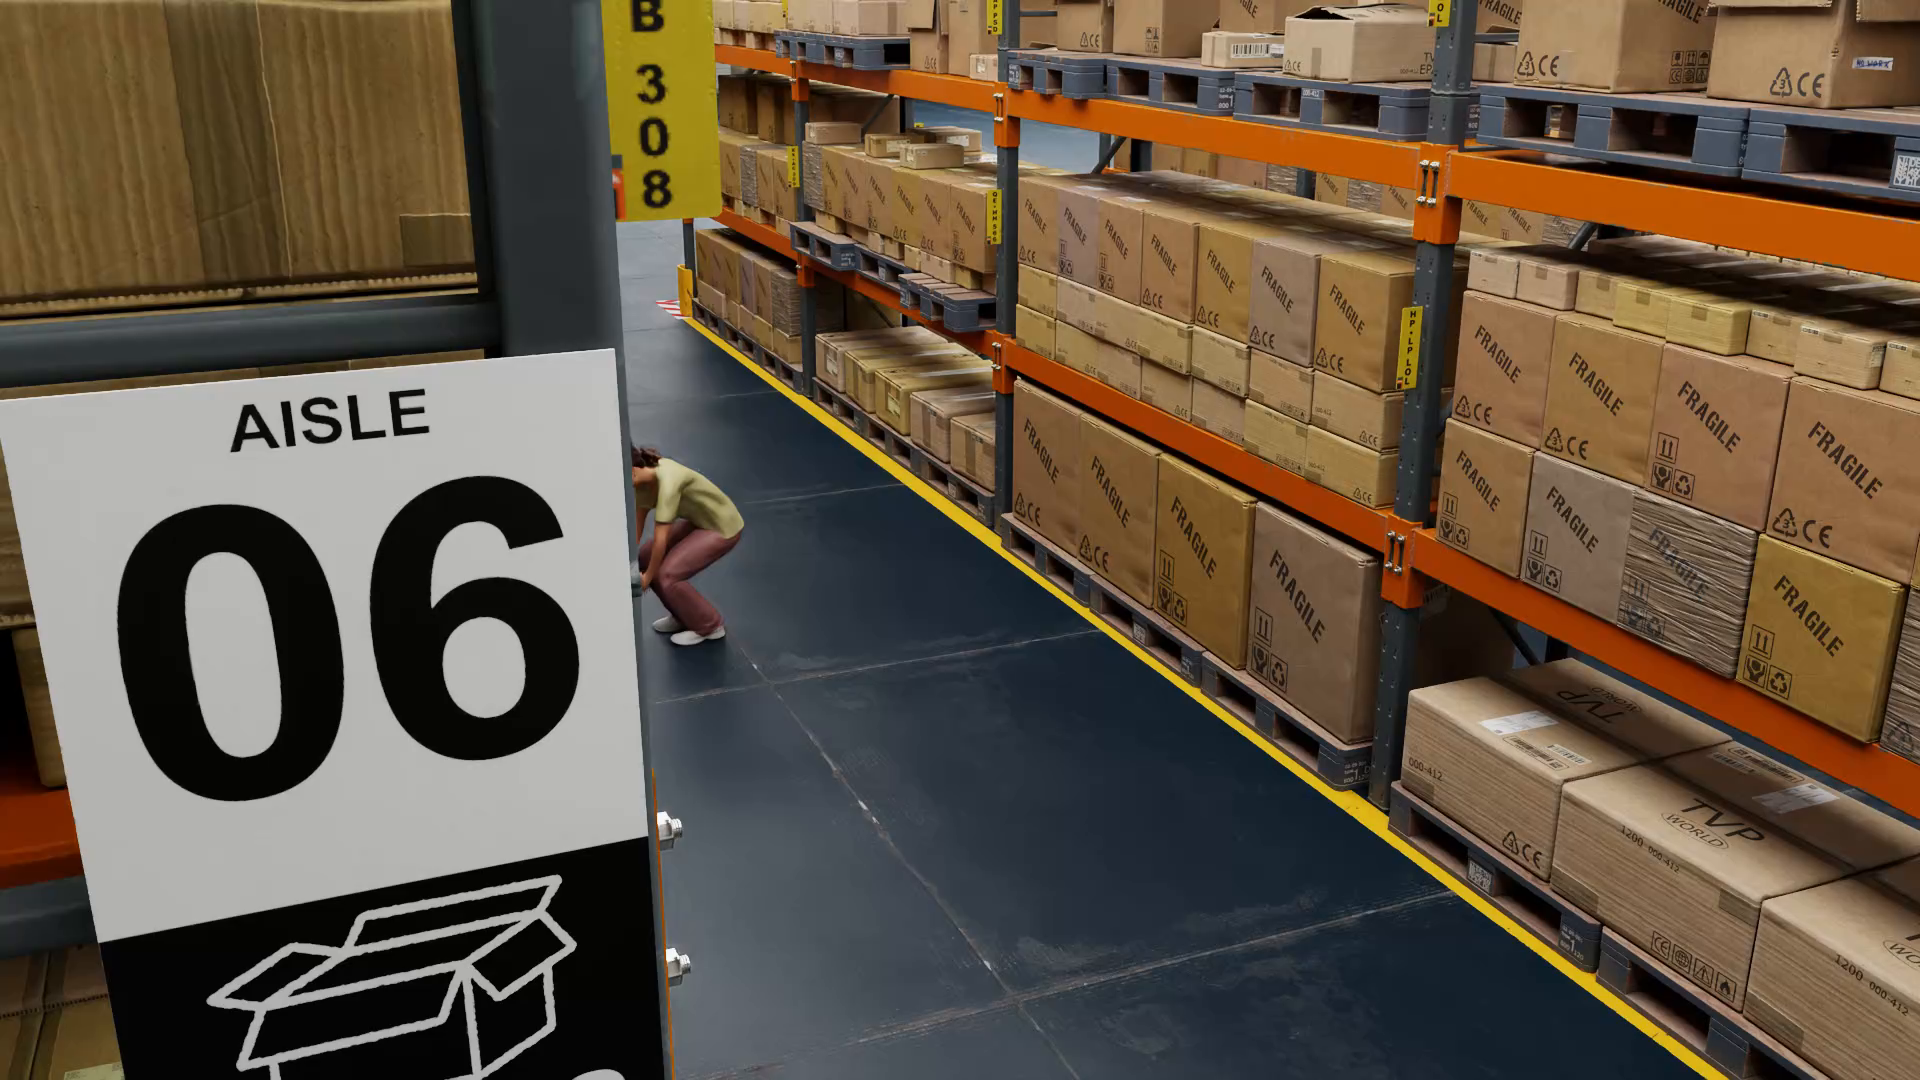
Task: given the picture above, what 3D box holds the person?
[{"bbox_3d":[-1.520,-0.002,8.900,0.740,1.142,0.502,-8,20,-22],"label":"person"}]
